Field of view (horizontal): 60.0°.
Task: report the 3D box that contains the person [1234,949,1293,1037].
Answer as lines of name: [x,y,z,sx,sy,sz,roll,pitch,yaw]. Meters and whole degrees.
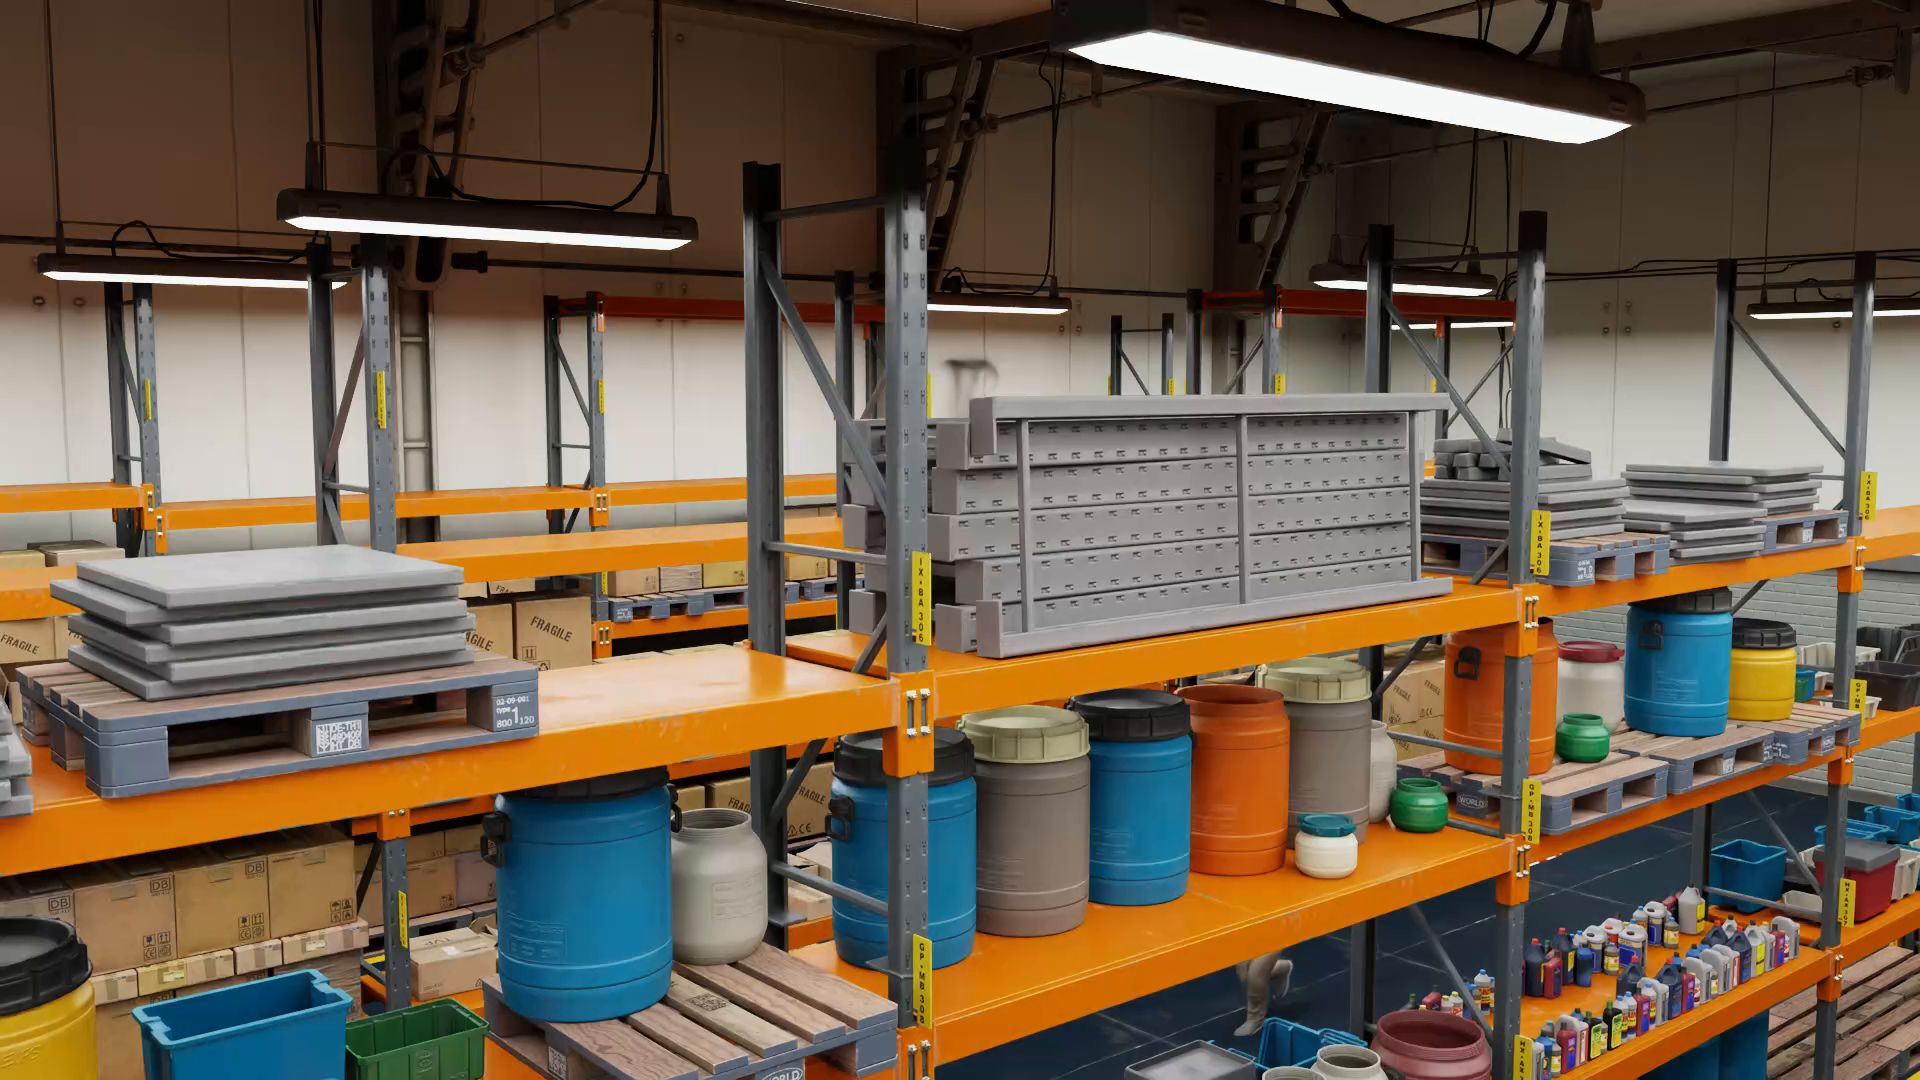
person: [2.422,3.097,13.201,0.802,1.667,0.660,-5,8,-45]
